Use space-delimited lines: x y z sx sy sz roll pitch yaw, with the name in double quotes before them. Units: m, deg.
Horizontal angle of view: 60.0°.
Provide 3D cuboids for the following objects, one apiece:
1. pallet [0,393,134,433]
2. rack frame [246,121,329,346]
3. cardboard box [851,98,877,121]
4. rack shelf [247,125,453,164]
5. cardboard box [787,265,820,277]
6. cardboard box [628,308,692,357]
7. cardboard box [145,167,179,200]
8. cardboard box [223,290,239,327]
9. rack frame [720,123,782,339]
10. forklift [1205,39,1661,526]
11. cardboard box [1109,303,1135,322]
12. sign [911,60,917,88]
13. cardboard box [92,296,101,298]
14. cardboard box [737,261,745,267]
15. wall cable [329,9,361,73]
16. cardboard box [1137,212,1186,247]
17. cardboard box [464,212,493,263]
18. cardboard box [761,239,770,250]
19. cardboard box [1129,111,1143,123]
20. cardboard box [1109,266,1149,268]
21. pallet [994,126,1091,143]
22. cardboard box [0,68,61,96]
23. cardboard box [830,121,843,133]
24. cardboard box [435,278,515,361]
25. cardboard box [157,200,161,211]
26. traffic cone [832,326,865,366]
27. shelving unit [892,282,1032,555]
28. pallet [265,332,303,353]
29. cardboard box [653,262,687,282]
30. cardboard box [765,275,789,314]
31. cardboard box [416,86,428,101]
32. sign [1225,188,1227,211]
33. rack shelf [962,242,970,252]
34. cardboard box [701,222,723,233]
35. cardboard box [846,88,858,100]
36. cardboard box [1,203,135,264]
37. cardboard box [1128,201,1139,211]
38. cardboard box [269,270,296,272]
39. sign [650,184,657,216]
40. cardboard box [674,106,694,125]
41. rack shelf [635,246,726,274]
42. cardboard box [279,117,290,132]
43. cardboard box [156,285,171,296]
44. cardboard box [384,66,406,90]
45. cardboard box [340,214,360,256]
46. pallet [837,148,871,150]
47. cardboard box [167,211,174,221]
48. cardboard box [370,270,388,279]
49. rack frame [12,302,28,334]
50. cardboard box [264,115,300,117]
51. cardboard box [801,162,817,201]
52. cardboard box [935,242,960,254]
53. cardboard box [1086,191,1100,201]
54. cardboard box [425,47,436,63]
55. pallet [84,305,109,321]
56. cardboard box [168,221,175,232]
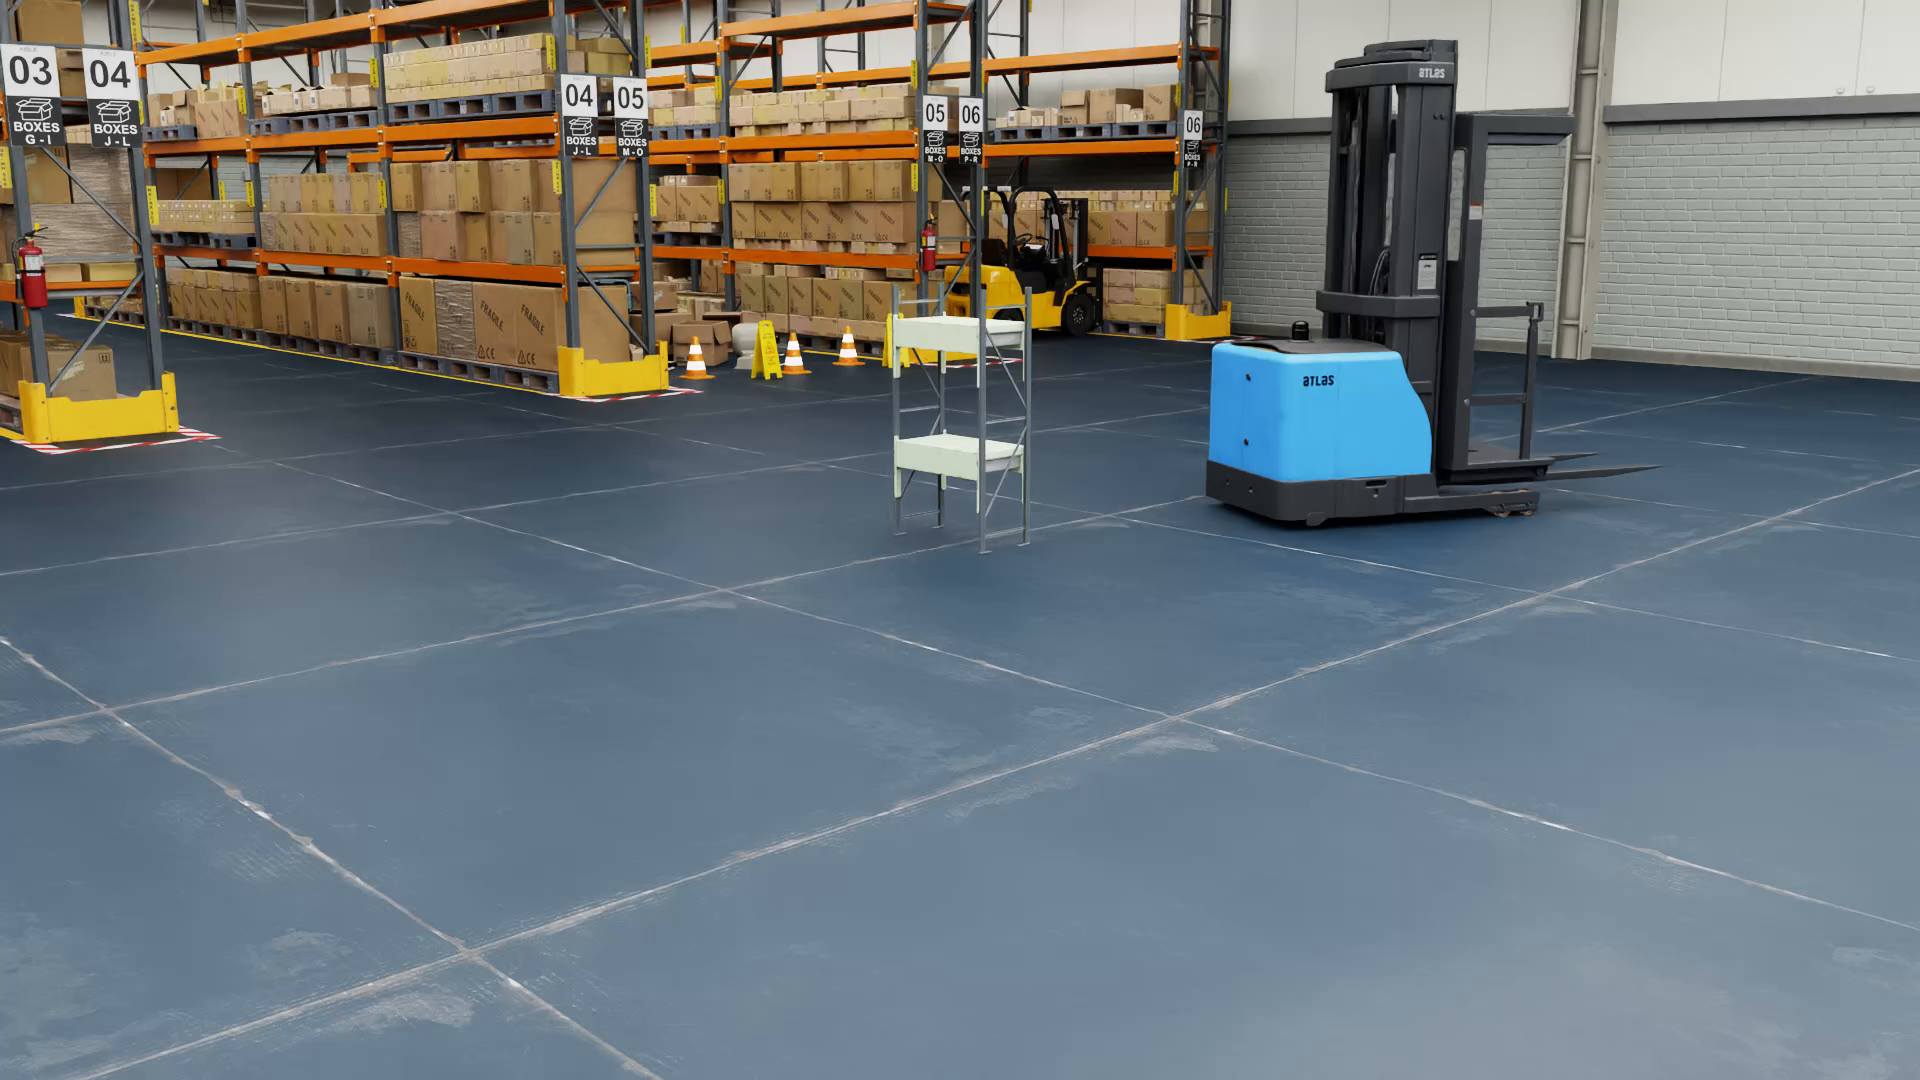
"pallet" -7.887 -1.126 14.854 1.003 0.211 1.213 -11 16 -43
"rack frame" -9.167 -4.201 22.870 1.000 3.000 0.127 -11 16 -43
"cardboard box" -1.017 -5.392 20.852 0.500 0.250 0.500 -11 16 -43
"rack shelf" -7.786 -5.026 21.223 1.077 0.370 4.000 -11 16 -43
"cardboard box" -2.095 -3.602 22.269 0.380 0.149 0.250 -10 15 -39
"cardboard box" -3.828 -2.621 21.050 0.797 0.637 0.503 -11 16 -43
"cardboard box" -12.450 -5.500 25.712 0.500 0.500 0.500 11 16 43
"cardboard box" -10.166 -3.319 23.739 0.500 0.500 0.500 -10 15 -40
"rack frame" -2.894 -4.322 23.456 1.000 3.000 0.127 -11 16 -43
"forklift" 3.197 -1.677 10.788 3.031 2.935 1.130 -4 12 -19
"cardboard box" 2.566 -3.388 24.695 0.500 0.250 0.500 -11 16 -43
"sign" -0.547 -5.567 19.869 0.100 0.325 0.005 -11 16 -43
"cardboard box" -14.367 -4.164 27.975 0.380 0.149 0.250 -11 16 -43
"cardboard box" -3.999 -5.246 31.488 0.380 0.149 0.250 -11 16 -43
"wall cable" -12.727 -10.308 37.551 2.988 3.039 0.133 -11 16 -43
"cardboard box" 2.926 -4.515 24.143 0.500 0.500 0.500 -11 16 -44
"cardboard box" -5.019 -3.403 18.624 0.875 0.550 0.500 -11 16 -43
"cardboard box" -2.491 -4.044 22.730 0.380 0.149 0.250 -11 16 -43
"cardboard box" 2.664 -6.110 24.034 0.250 0.149 0.380 11 16 44
"cardboard box" 2.575 -4.023 25.298 0.500 0.250 0.500 -11 16 -43
"pallet" 1.301 -6.319 25.936 1.003 0.211 1.213 -11 16 -43
"cardboard box" -7.816 -3.788 13.802 0.500 0.250 0.500 -10 16 -41
"cardboard box" -1.445 -5.288 21.335 0.250 0.149 0.380 11 16 44
"cardboard box" -5.396 -2.550 19.080 0.875 0.875 0.875 -11 16 -42
"cardboard box" -11.793 -4.998 24.843 0.380 0.149 0.250 -10 16 -41
"traffic cone" -1.362 -2.379 20.311 0.336 0.463 0.334 -11 16 -43
"shelving unit" 0.005 -0.734 9.755 0.431 1.500 0.755 -11 16 -43
"pallet" -8.677 -2.710 22.542 1.003 0.211 1.213 -11 16 -43
"cardboard box" -5.961 -5.363 33.662 0.500 0.500 0.700 11 16 43
"cardboard box" -2.304 -3.348 22.644 0.500 0.500 0.500 -10 15 -40
"cardboard box" -5.875 -5.007 18.681 0.380 0.149 0.250 -11 16 -43
"sign" 3.861 -4.970 24.258 0.100 0.325 0.005 -11 16 -43
"rack shelf" -0.688 -4.954 28.305 1.077 0.370 4.000 -11 16 -43
"cardboard box" -3.449 -4.441 23.617 0.380 0.149 0.250 -11 16 -42
"cardboard box" -1.221 -5.642 21.074 0.380 0.149 0.250 -11 16 -43
"cardboard box" -7.659 -2.636 14.288 0.875 0.500 0.500 -11 16 -43
"cardboard box" 2.680 -4.888 24.349 0.380 0.149 0.250 -11 16 -42
"cardboard box" -9.818 -3.758 24.015 0.500 0.250 0.500 -11 16 -43
"sign" -3.237 -3.573 17.479 0.100 0.325 0.005 -11 16 -43
"cardboard box" -3.748 -6.063 23.804 0.500 0.250 0.500 -11 16 -42
"rack shelf" -4.276 -4.262 24.945 1.077 0.370 4.000 -11 16 -43
"cardboard box" -9.369 -5.840 23.142 0.500 0.500 0.500 -11 16 -43
"cardboard box" -12.363 -3.901 25.965 0.380 0.149 0.250 -10 15 -41
"cardboard box" -6.270 -5.303 19.131 0.500 0.250 0.500 -11 16 -42
"cardboard box" -7.307 -3.779 20.573 0.500 0.500 0.500 -11 16 -43
"pallet" -1.536 -6.888 28.946 1.213 0.211 1.003 -10 15 -40
"cardboard box" -11.451 -4.779 24.518 0.250 0.149 0.380 11 16 43
"cardboard box" -10.653 -4.942 31.773 0.875 0.438 0.875 11 16 43
"rack frame" -10.062 -2.941 16.753 1.000 3.000 0.127 -11 16 -43
"cardboard box" -9.052 -5.731 22.195 0.250 0.149 0.380 11 16 43
"cardboard box" -1.657 -4.694 21.798 0.700 0.500 0.500 -11 16 -43
"cardboard box" -0.217 -3.694 21.029 0.380 0.149 0.250 -11 16 -42
"cardboard box" 2.102 -5.138 24.825 0.380 0.149 0.250 -10 16 -41
"cardboard box" -5.694 -5.360 18.417 0.380 0.149 0.250 -11 16 -42
"pallet" -14.104 -3.868 28.165 1.003 0.211 1.213 -11 16 -43
"cardboard box" -11.452 -4.633 24.546 0.380 0.149 0.250 -11 16 -42
